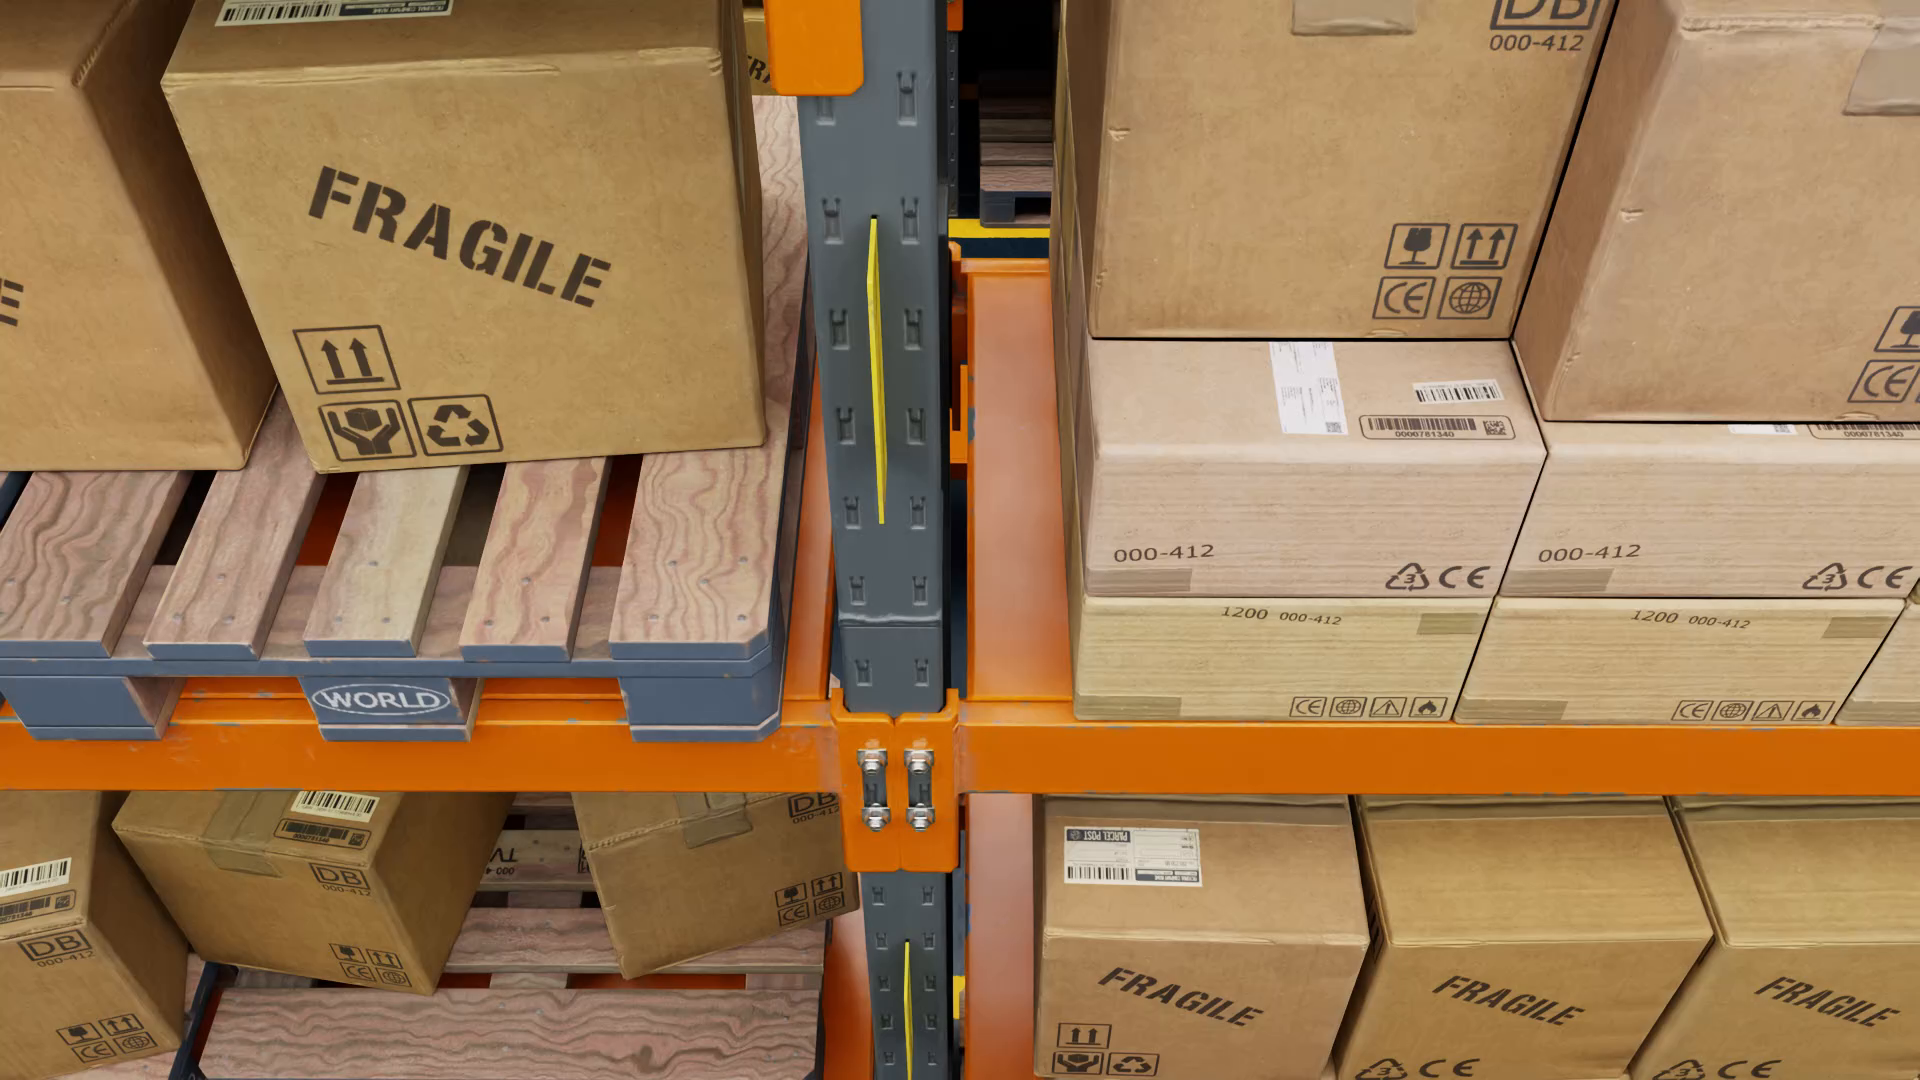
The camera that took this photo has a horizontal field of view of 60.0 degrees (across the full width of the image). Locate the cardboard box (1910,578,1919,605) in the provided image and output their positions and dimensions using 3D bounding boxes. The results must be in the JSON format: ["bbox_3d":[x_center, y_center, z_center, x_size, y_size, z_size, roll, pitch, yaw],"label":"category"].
[{"bbox_3d":[1.401,-0.185,2.084,0.500,0.250,0.500,0,47,0],"label":"cardboard box"}]

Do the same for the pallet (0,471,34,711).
[{"bbox_3d":[-1.773,-0.248,2.511,1.003,0.211,1.213,0,47,0],"label":"pallet"}]

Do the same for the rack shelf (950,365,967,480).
[{"bbox_3d":[-0.085,-0.389,5.833,1.000,0.185,0.538,0,47,0],"label":"rack shelf"}]

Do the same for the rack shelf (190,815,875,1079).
[{"bbox_3d":[-2.084,1.003,3.759,4.000,0.370,1.077,0,47,0],"label":"rack shelf"}]

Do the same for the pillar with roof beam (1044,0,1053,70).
[{"bbox_3d":[0.618,-2.387,2.324,0.400,9.000,9.100,0,47,0],"label":"pillar with roof beam"}]

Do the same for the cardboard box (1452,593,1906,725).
[{"bbox_3d":[0.901,-0.021,2.273,0.500,0.250,0.500,0,47,0],"label":"cardboard box"}]

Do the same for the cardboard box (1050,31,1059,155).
[{"bbox_3d":[0.678,-2.077,7.555,0.500,0.500,0.700,1,47,1],"label":"cardboard box"}]

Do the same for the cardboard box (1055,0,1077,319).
[{"bbox_3d":[0.403,-0.575,2.448,0.500,0.250,0.500,0,47,0],"label":"cardboard box"}]

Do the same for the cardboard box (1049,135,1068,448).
[{"bbox_3d":[0.403,-0.401,2.627,0.500,0.250,0.500,0,47,0],"label":"cardboard box"}]

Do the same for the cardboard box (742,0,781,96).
[{"bbox_3d":[-0.720,-2.180,7.411,0.750,0.750,0.750,1,47,1],"label":"cardboard box"}]

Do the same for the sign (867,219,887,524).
[{"bbox_3d":[-0.083,-0.163,1.681,0.005,0.325,0.100,0,47,0],"label":"sign"}]

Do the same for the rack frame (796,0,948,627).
[{"bbox_3d":[-0.084,-1.281,1.294,0.127,3.000,1.000,0,47,0],"label":"rack frame"}]

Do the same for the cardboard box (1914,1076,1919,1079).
[{"bbox_3d":[1.437,0.932,3.265,0.500,0.500,0.500,0,47,0],"label":"cardboard box"}]

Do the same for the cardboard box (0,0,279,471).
[{"bbox_3d":[-1.256,-0.510,2.203,0.600,0.600,0.600,0,47,0],"label":"cardboard box"}]

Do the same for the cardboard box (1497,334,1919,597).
[{"bbox_3d":[0.901,-0.195,2.094,0.500,0.250,0.500,0,47,0],"label":"cardboard box"}]

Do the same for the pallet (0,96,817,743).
[{"bbox_3d":[-0.736,-0.248,2.511,1.003,0.211,1.213,0,47,0],"label":"pallet"}]

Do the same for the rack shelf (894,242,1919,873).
[{"bbox_3d":[1.916,-0.008,2.650,4.000,0.370,1.077,0,47,0],"label":"rack shelf"}]

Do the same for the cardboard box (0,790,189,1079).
[{"bbox_3d":[-1.851,0.627,3.262,0.500,0.500,0.700,-11,48,-10],"label":"cardboard box"}]

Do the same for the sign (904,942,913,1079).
[{"bbox_3d":[-0.083,0.775,2.688,0.005,0.325,0.100,0,47,0],"label":"sign"}]

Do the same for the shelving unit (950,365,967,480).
[{"bbox_3d":[-0.076,-0.511,5.701,1.083,1.500,0.587,0,47,0],"label":"shelving unit"}]

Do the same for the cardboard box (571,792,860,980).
[{"bbox_3d":[-0.557,0.421,3.453,0.500,0.500,0.700,-14,49,-13],"label":"cardboard box"}]

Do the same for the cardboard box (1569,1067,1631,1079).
[{"bbox_3d":[0.936,0.929,3.268,0.500,0.500,0.500,1,47,1],"label":"cardboard box"}]

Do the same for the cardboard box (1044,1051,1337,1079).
[{"bbox_3d":[0.424,0.930,3.267,0.500,0.500,0.500,1,47,1],"label":"cardboard box"}]

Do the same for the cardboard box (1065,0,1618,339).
[{"bbox_3d":[0.402,-0.660,2.014,0.500,0.500,0.700,0,47,0],"label":"cardboard box"}]

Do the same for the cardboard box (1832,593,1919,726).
[{"bbox_3d":[1.401,-0.018,2.271,0.500,0.250,0.500,0,47,0],"label":"cardboard box"}]

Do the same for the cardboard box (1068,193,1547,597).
[{"bbox_3d":[0.401,-0.195,2.094,0.500,0.250,0.500,0,47,0],"label":"cardboard box"}]

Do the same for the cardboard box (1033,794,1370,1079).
[{"bbox_3d":[0.386,0.596,2.895,0.500,0.500,0.500,1,47,1],"label":"cardboard box"}]

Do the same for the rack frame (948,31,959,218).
[{"bbox_3d":[-0.070,-2.863,6.865,0.127,3.000,1.000,0,47,0],"label":"rack frame"}]

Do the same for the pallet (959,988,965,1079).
[{"bbox_3d":[0.602,1.716,4.509,1.213,0.211,1.003,0,47,0],"label":"pallet"}]

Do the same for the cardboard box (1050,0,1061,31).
[{"bbox_3d":[0.534,-2.444,7.453,0.250,0.149,0.380,0,47,0],"label":"cardboard box"}]

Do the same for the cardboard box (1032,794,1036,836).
[{"bbox_3d":[0.417,0.543,3.627,0.500,0.500,0.500,1,47,1],"label":"cardboard box"}]

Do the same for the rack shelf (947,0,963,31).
[{"bbox_3d":[1.930,-2.612,7.123,4.000,0.370,1.077,0,47,0],"label":"rack shelf"}]

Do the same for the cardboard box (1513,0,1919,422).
[{"bbox_3d":[0.902,-0.555,1.917,0.500,0.500,0.700,0,47,0],"label":"cardboard box"}]

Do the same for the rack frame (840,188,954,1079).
[{"bbox_3d":[-0.084,0.763,3.490,0.127,3.000,1.000,0,47,0],"label":"rack frame"}]

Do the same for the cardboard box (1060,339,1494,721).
[{"bbox_3d":[0.401,-0.025,2.277,0.500,0.250,0.500,0,47,0],"label":"cardboard box"}]

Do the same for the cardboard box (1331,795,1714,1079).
[{"bbox_3d":[0.902,0.597,2.894,0.500,0.500,0.500,-1,47,-1],"label":"cardboard box"}]

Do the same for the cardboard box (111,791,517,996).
[{"bbox_3d":[-1.245,0.466,3.412,0.500,0.500,0.700,7,47,6],"label":"cardboard box"}]

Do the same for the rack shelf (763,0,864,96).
[{"bbox_3d":[-2.084,-0.905,1.709,4.000,0.370,1.077,0,47,0],"label":"rack shelf"}]

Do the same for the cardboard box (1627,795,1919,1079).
[{"bbox_3d":[1.416,0.599,2.892,0.500,0.500,0.500,-1,47,-1],"label":"cardboard box"}]

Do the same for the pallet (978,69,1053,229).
[{"bbox_3d":[0.691,-1.853,7.831,1.213,0.211,1.003,0,47,0],"label":"pallet"}]

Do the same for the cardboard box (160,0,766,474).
[{"bbox_3d":[-0.588,-0.525,2.217,0.600,0.600,0.600,-4,47,-4],"label":"cardboard box"}]

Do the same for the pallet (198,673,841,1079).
[{"bbox_3d":[-0.883,0.747,3.637,1.213,0.211,1.003,0,47,0],"label":"pallet"}]

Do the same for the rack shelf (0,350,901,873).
[{"bbox_3d":[-2.084,-0.019,2.661,4.000,0.370,1.077,0,47,0],"label":"rack shelf"}]

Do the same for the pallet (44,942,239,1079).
[{"bbox_3d":[-2.140,0.820,3.569,1.213,0.211,1.003,0,47,0],"label":"pallet"}]

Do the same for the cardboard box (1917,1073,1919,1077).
[{"bbox_3d":[1.932,0.599,2.891,0.500,0.500,0.500,1,47,1],"label":"cardboard box"}]

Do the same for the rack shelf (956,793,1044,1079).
[{"bbox_3d":[1.916,1.014,3.748,4.000,0.370,1.077,0,47,0],"label":"rack shelf"}]
